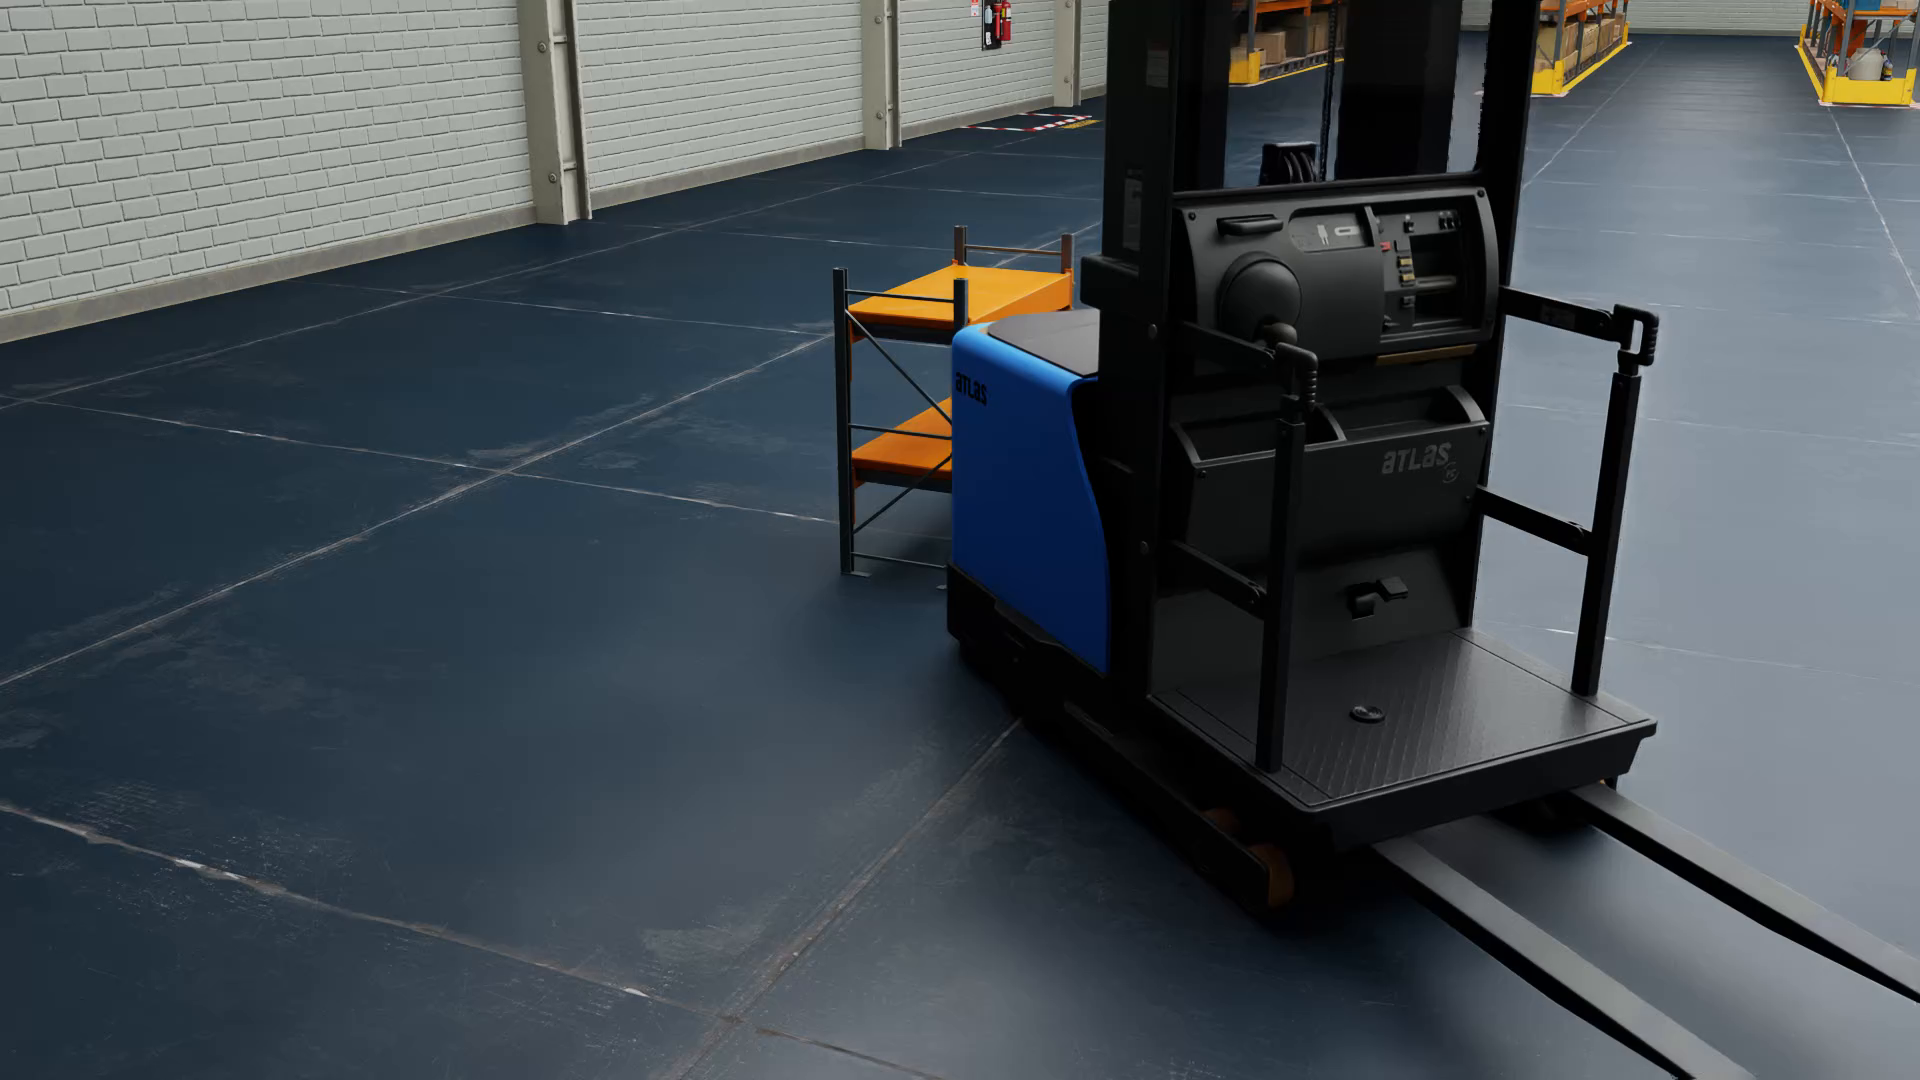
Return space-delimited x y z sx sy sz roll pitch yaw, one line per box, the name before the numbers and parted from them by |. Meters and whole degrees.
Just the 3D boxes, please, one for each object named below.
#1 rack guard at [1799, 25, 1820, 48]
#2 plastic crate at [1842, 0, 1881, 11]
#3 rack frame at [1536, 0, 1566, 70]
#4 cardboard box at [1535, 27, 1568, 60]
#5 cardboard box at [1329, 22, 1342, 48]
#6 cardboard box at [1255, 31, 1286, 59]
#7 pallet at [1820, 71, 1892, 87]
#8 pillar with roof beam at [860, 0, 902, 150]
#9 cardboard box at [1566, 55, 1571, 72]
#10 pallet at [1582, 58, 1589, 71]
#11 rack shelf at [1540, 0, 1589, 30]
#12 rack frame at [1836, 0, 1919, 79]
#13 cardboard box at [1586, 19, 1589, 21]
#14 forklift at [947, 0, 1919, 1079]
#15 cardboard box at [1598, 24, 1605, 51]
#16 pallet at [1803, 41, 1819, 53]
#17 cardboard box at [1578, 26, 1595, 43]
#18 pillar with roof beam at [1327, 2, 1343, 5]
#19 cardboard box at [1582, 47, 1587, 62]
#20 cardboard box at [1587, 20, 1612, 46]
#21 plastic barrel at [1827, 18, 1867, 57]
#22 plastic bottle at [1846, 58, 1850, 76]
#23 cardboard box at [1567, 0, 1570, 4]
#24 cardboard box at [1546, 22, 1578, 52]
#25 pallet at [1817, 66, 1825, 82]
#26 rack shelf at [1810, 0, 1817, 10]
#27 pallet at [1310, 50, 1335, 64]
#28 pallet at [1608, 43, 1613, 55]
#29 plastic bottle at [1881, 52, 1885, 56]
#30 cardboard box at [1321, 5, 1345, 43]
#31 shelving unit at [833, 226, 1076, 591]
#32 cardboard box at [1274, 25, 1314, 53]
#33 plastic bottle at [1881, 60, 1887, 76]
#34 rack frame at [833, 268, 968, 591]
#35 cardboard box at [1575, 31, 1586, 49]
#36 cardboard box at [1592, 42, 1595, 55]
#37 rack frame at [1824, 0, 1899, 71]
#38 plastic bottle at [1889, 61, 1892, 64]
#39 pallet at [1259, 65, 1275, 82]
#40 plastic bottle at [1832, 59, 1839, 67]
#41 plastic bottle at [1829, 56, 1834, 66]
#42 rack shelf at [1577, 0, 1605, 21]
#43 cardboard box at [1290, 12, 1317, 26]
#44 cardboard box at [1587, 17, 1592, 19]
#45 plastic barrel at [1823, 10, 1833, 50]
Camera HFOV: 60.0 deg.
rack guard | 20.105 -11.653 38.488 1.175 0.500 0.348 9 21 23
plastic crate | 13.488 -8.054 24.861 0.499 0.251 0.616 9 21 23
rack frame | 9.038 -8.611 26.205 1.000 3.000 0.127 9 21 23
cardboard box | 9.664 -8.153 27.275 0.500 0.500 0.500 9 21 23
cardboard box | 7.546 -10.537 34.696 0.700 0.500 0.500 9 21 23
cardboard box | 5.767 -9.219 30.989 0.500 0.500 0.500 7 21 19
pallet | 14.881 -7.639 27.635 1.003 0.211 1.213 9 21 23
pillar with roof beam | 3.028 -8.190 16.067 9.100 9.000 0.400 9 21 23
cardboard box | 10.076 -8.105 28.259 0.500 0.250 0.500 9 21 23
pallet | 11.440 -9.125 31.811 1.003 0.211 1.213 9 21 23
rack shelf | 9.857 -8.883 28.044 1.077 0.370 4.000 9 21 23
rack frame | 13.556 -7.930 24.290 1.000 3.000 0.127 9 21 23
cardboard box | 13.323 -11.030 36.080 0.500 0.500 0.500 9 21 23
forklift | 1.050 -0.659 3.947 1.130 2.935 3.031 -9 22 -24
cardboard box | 12.761 -10.186 33.707 0.500 0.500 0.500 10 22 25
pallet | 19.233 -10.889 36.772 1.003 0.211 1.213 9 21 23
cardboard box | 11.908 -9.715 31.950 0.500 0.311 0.500 8 21 22
pillar with roof beam | 12.856 -15.526 36.697 9.100 9.000 0.400 9 21 23
cardboard box | 11.278 -8.981 30.723 0.500 0.250 0.500 9 22 24
cardboard box | 13.596 -10.815 35.477 0.500 0.500 0.500 9 21 23
plastic barrel | 17.016 -9.703 31.887 0.600 0.830 0.708 9 21 23
plastic bottle | 14.379 -7.687 27.014 0.152 0.276 0.135 9 21 23
cardboard box | 9.872 -9.273 27.916 0.700 0.500 0.500 9 22 24
cardboard box | 10.470 -8.766 29.000 0.500 0.500 0.500 9 21 23
pallet | 15.480 -8.084 28.886 1.003 0.211 1.213 9 21 23
rack shelf | 19.289 -11.871 36.445 1.077 0.370 4.000 9 21 23
pallet | 6.971 -9.811 33.741 1.003 0.211 1.213 9 21 23
pallet | 13.653 -10.711 36.273 1.003 0.211 1.213 9 21 23
plastic bottle | 15.114 -7.817 27.269 0.144 0.351 0.185 7 21 20
cardboard box | 8.214 -11.127 35.861 0.750 0.750 0.750 8 21 22
shelving unit | 0.003 -0.532 6.286 0.538 1.125 1.048 9 21 23
cardboard box | 6.607 -9.934 32.999 0.700 0.500 0.500 8 21 22
plastic bottle | 14.847 -7.561 26.667 0.097 0.271 0.097 0 20 0
rack frame | -0.205 -0.377 5.849 0.500 1.125 0.032 9 21 23
cardboard box | 11.073 -9.092 30.199 0.500 0.311 0.500 9 21 23
cardboard box | 12.113 -9.606 32.481 0.500 0.250 0.500 8 21 22
rack frame | 15.194 -9.153 27.729 1.000 3.000 0.127 9 21 23
plastic bottle | 14.692 -7.436 26.298 0.061 0.283 0.133 9 21 24
pallet | 4.913 -8.242 29.330 1.003 0.211 1.213 9 21 23
plastic bottle | 14.036 -7.549 26.627 0.152 0.276 0.135 9 21 23
plastic bottle | 14.302 -7.788 27.288 0.061 0.283 0.133 10 22 25
rack shelf | 11.495 -10.106 31.483 1.077 0.370 4.000 9 21 23
cardboard box | 6.828 -10.417 33.238 0.500 0.250 0.500 8 21 21
cardboard box | 13.927 -11.522 37.464 0.500 0.500 0.500 9 21 23
plastic barrel | 17.941 -10.427 33.817 0.600 0.901 0.708 9 21 23
